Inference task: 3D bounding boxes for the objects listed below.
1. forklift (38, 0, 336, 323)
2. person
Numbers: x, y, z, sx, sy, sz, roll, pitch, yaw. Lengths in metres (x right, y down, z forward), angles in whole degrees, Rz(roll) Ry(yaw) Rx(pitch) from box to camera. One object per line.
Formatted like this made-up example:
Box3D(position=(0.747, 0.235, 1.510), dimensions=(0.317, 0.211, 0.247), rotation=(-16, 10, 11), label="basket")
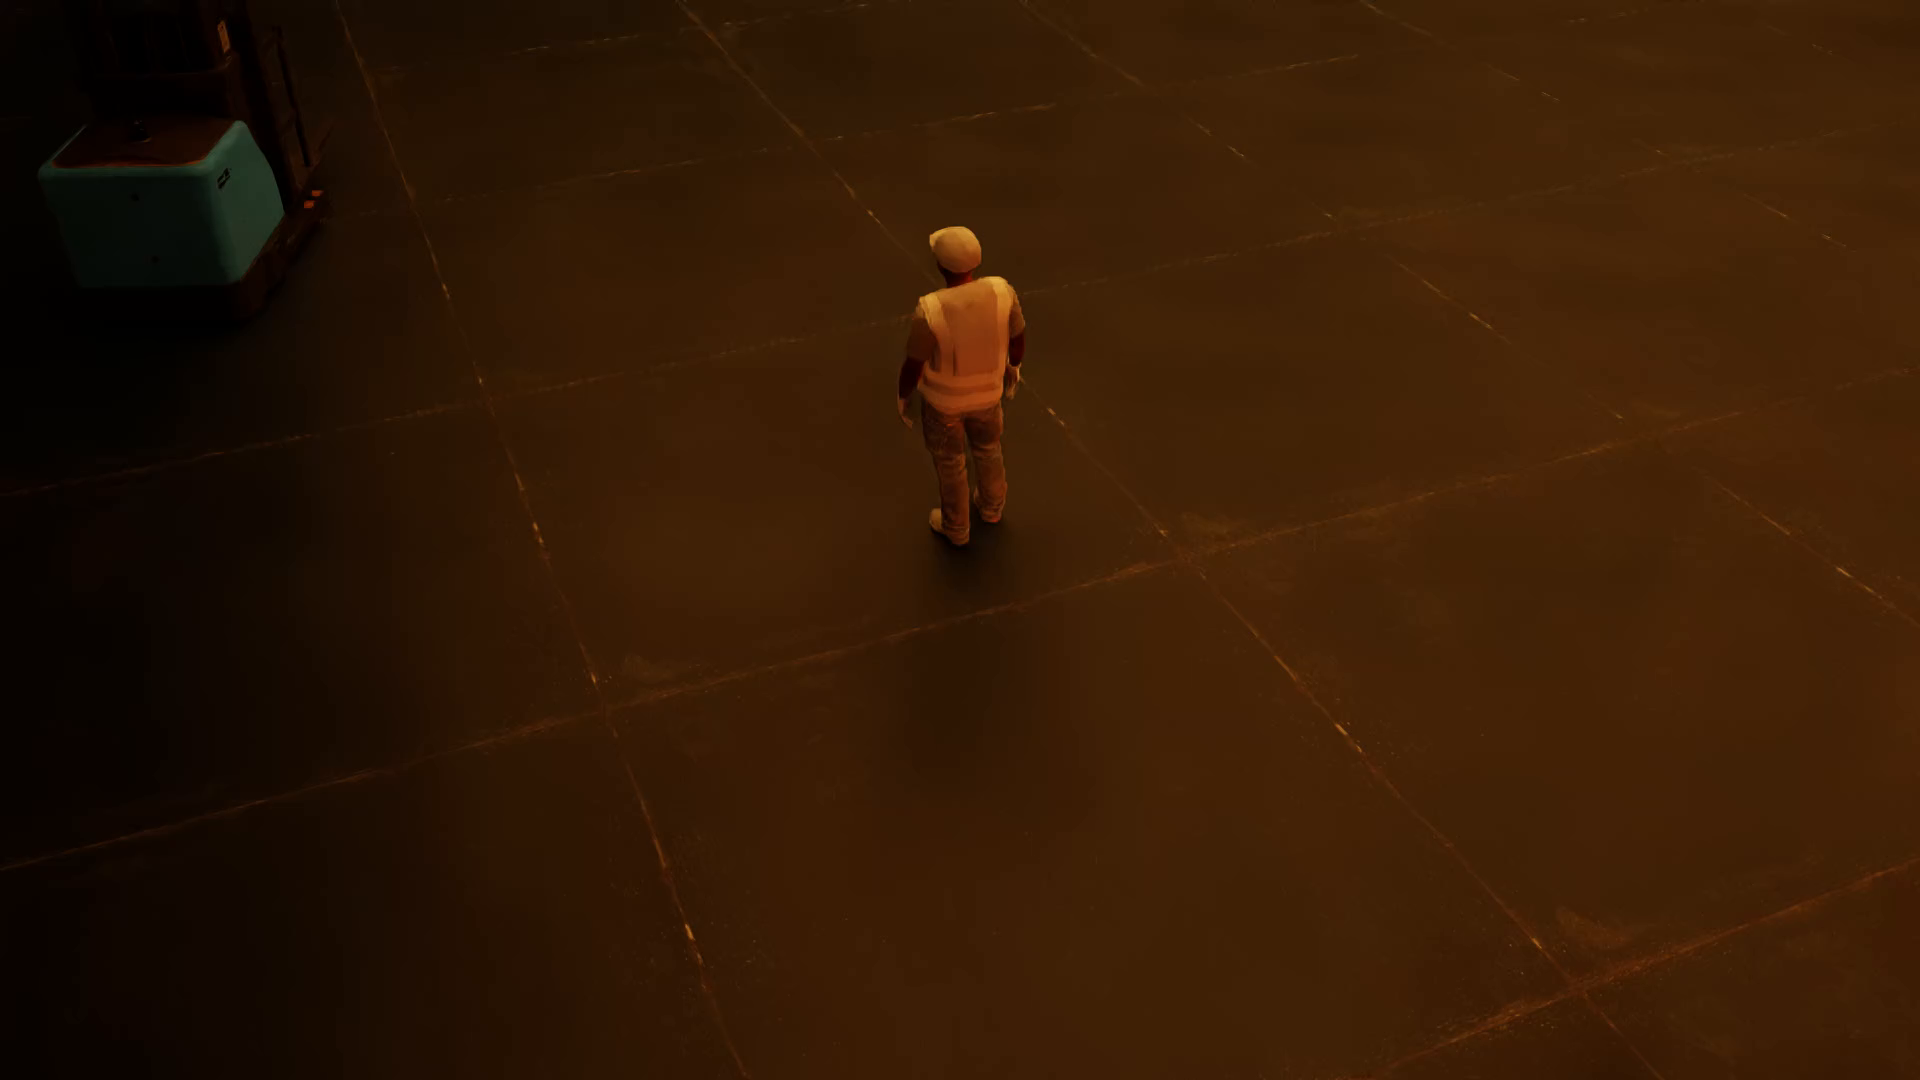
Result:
Box3D(position=(-5.071, -3.380, 10.852), dimensions=(1.130, 2.935, 3.031), rotation=(-2, 35, -2), label="forklift")
Box3D(position=(-0.021, -0.773, 8.164), dimensions=(0.655, 1.782, 0.575), rotation=(-14, 38, -19), label="person")
